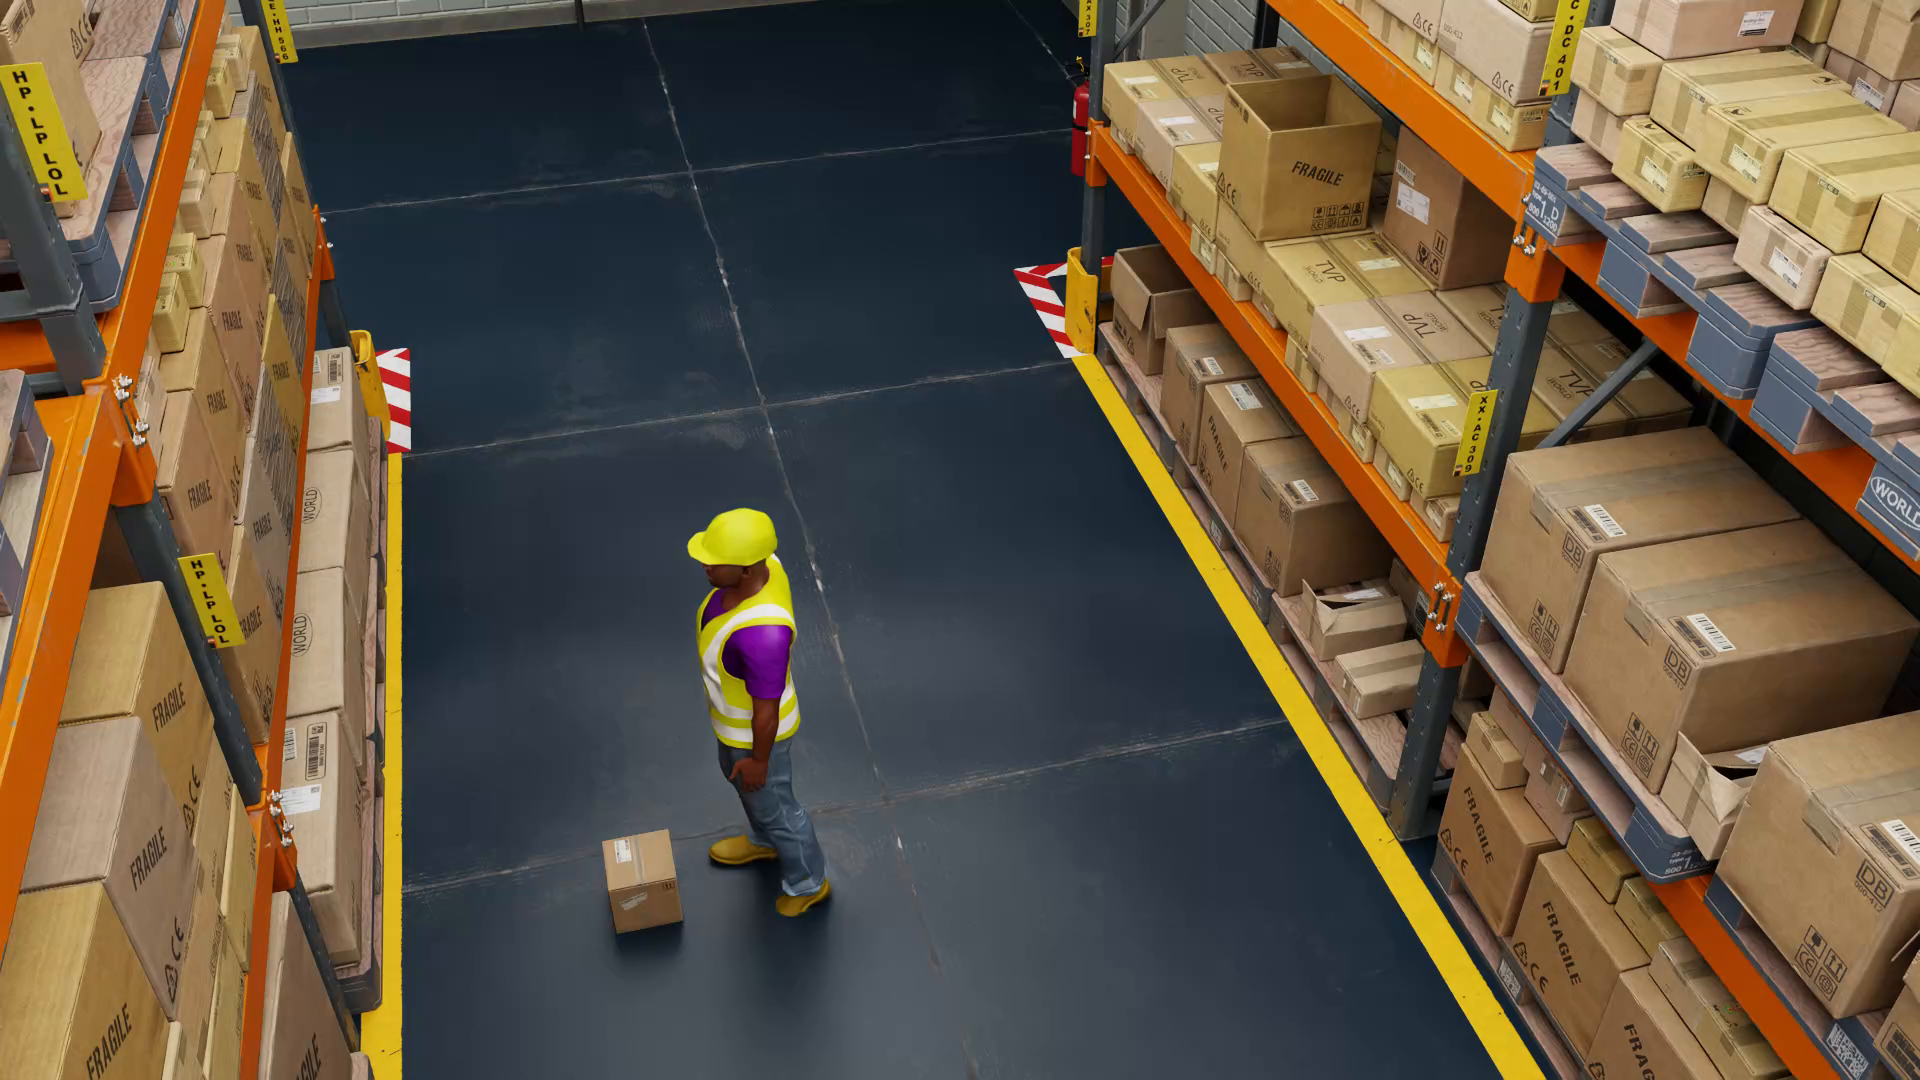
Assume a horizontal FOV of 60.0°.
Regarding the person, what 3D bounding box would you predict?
[{"bbox_3d":[-0.738,0.643,5.929,0.432,1.833,0.567,-9,39,-11],"label":"person"}]
